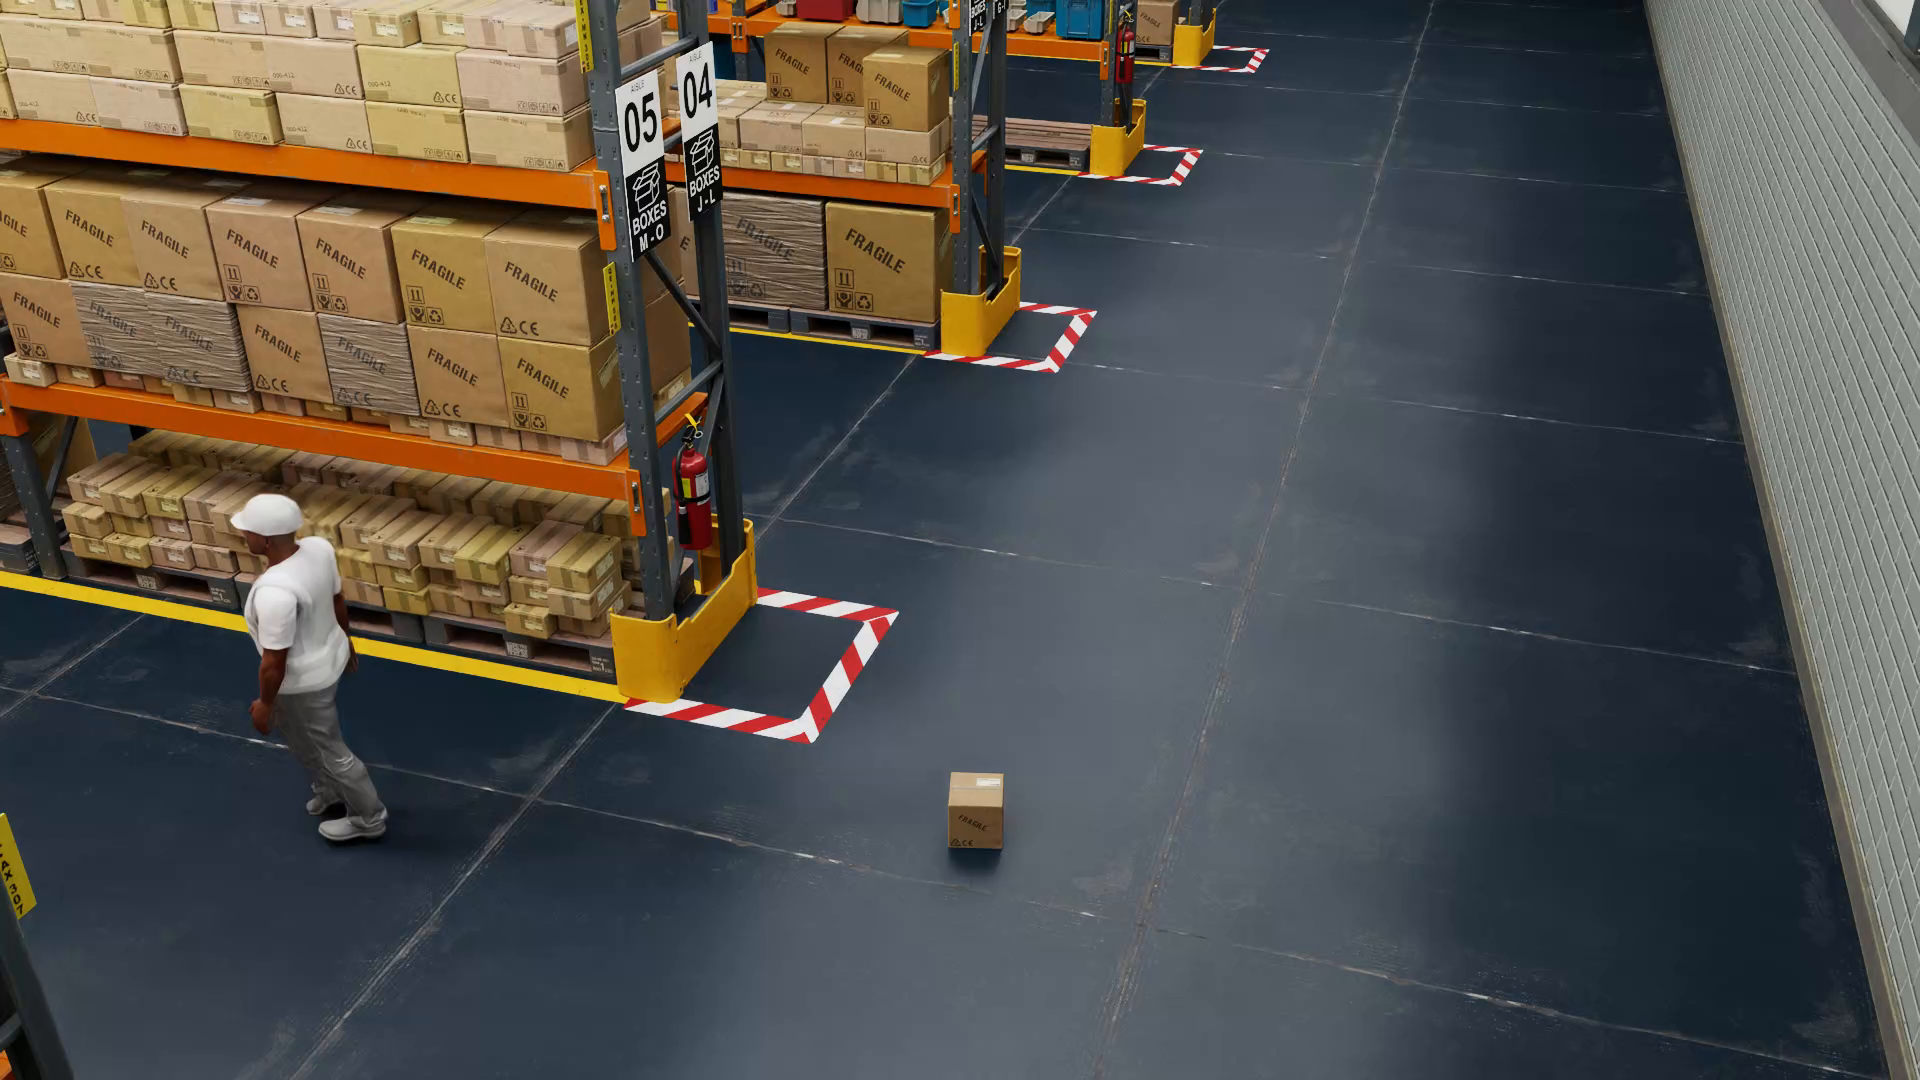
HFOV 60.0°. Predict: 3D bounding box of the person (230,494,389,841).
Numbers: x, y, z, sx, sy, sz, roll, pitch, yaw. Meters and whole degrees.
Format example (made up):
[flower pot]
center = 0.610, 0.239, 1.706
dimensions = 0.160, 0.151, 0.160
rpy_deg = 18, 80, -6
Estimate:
[person]
center = -2.929, 0.601, 7.394
dimensions = 0.532, 1.799, 0.598
rpy_deg = 0, 29, 0
